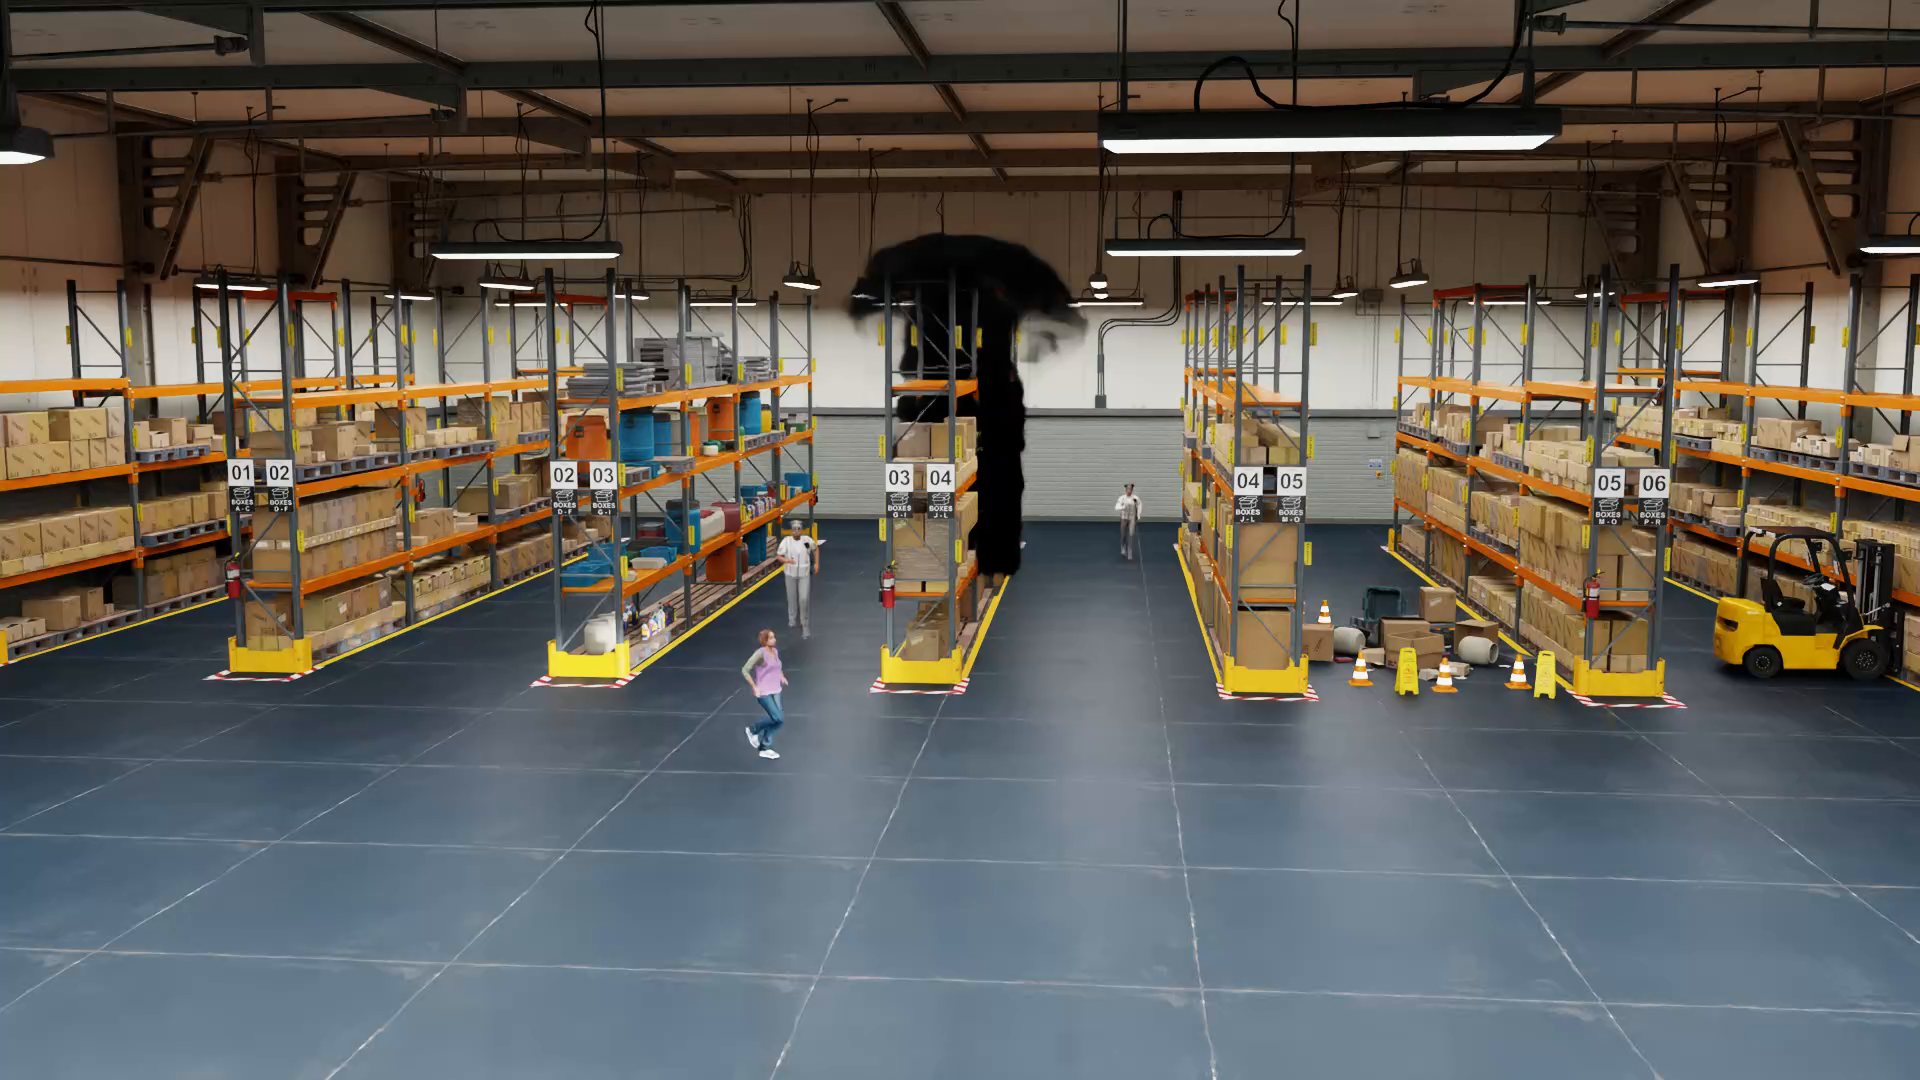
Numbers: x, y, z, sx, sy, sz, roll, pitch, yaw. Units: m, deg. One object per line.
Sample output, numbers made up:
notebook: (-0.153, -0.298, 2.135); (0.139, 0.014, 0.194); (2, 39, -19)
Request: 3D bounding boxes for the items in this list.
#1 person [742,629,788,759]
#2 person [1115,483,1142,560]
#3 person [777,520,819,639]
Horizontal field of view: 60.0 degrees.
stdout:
person: (-2.290, 1.877, 19.839); (0.544, 1.464, 0.545); (4, 8, 29)
person: (3.829, -0.440, 37.806); (0.605, 1.709, 0.870); (1, 7, 6)
person: (-2.607, 0.614, 26.778); (0.683, 1.907, 0.754); (-1, 7, -7)
